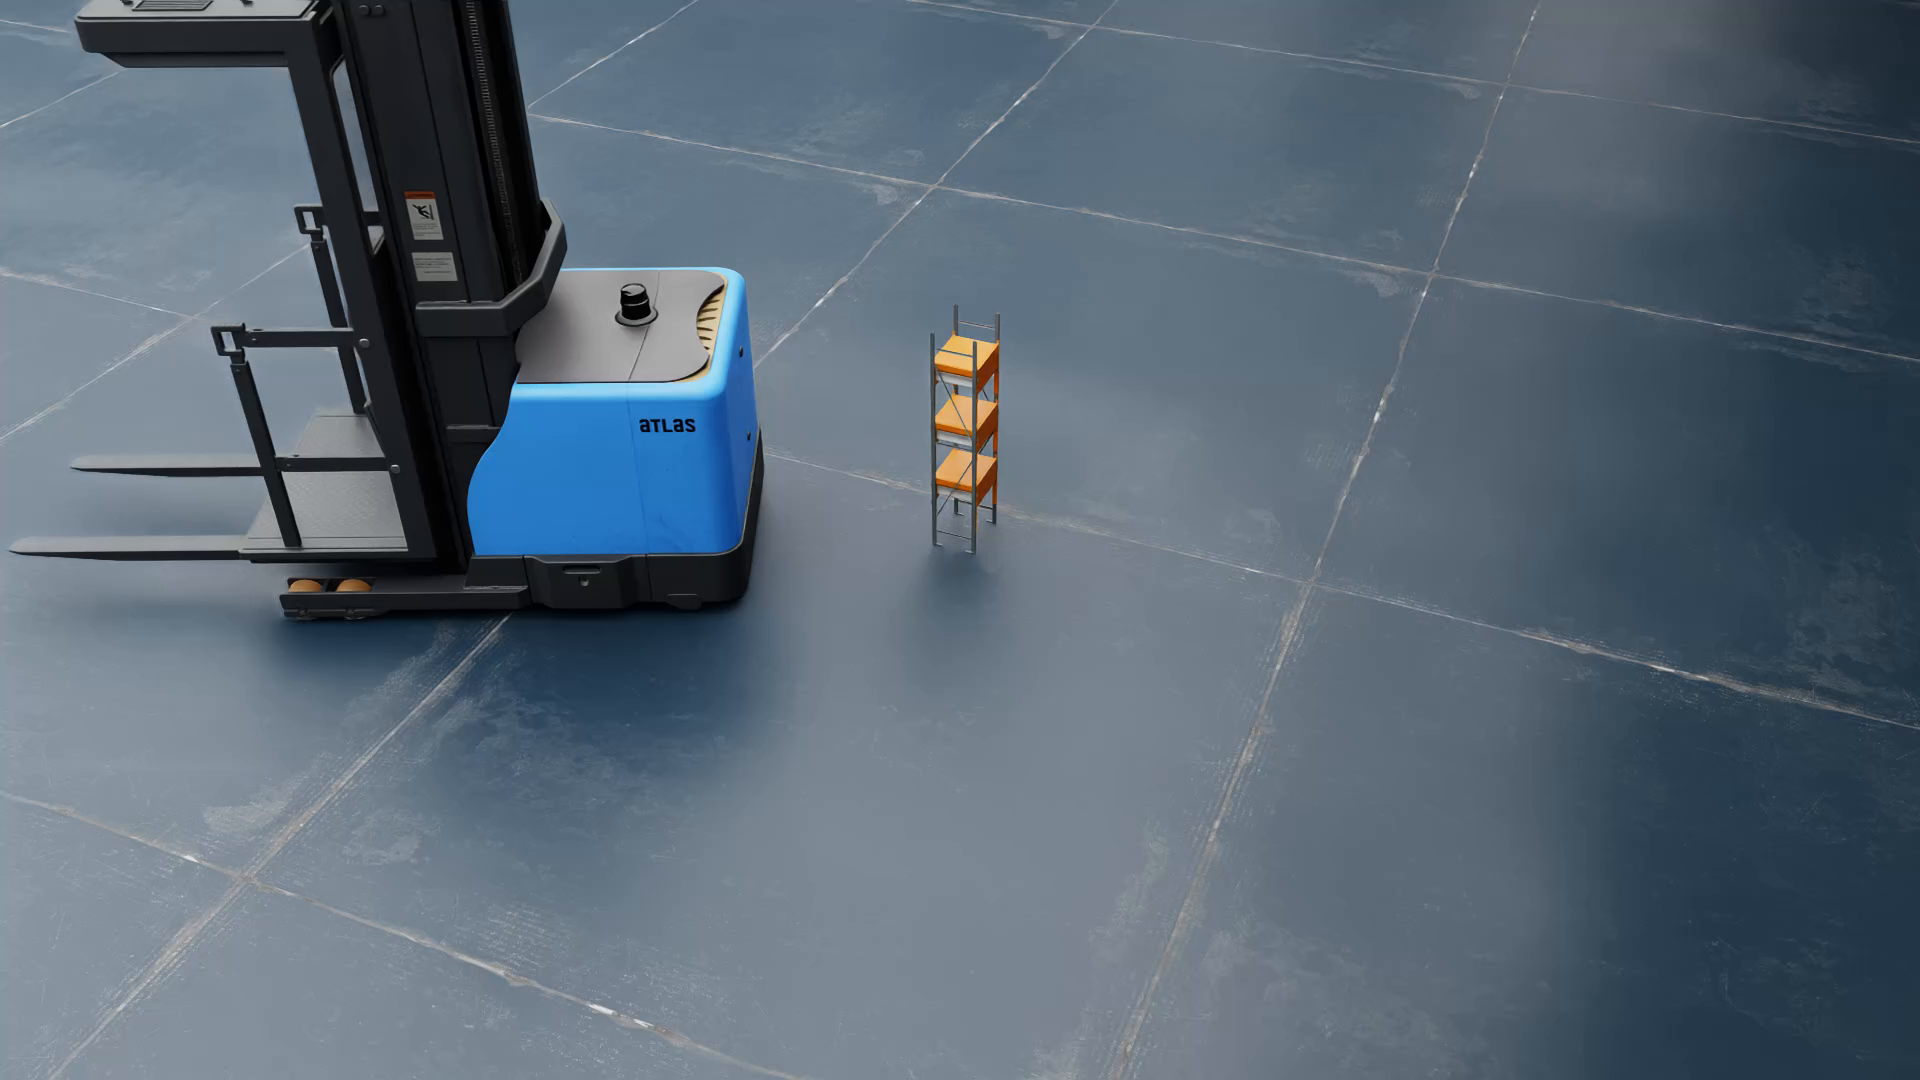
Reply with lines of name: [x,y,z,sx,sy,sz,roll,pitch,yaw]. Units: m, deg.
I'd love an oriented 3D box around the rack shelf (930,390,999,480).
rack shelf: [0.020,-0.442,6.982,0.215,0.259,0.240,14,39,18]

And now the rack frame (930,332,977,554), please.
rack frame: [-0.026,-0.383,6.885,0.200,1.050,0.008,14,39,18]

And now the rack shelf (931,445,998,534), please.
rack shelf: [0.020,-0.219,7.148,0.215,0.259,0.240,14,39,18]

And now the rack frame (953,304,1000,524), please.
rack frame: [0.067,-0.518,7.066,0.200,1.050,0.008,14,39,18]

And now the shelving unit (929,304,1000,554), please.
shelving unit: [0.020,-0.450,6.975,0.215,1.050,0.252,14,39,18]

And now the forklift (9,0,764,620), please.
forklift: [-2.397,-1.166,6.361,3.031,2.935,1.130,-1,37,-1]

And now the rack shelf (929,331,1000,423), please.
rack shelf: [0.020,-0.669,6.812,0.215,0.259,0.240,14,39,18]
